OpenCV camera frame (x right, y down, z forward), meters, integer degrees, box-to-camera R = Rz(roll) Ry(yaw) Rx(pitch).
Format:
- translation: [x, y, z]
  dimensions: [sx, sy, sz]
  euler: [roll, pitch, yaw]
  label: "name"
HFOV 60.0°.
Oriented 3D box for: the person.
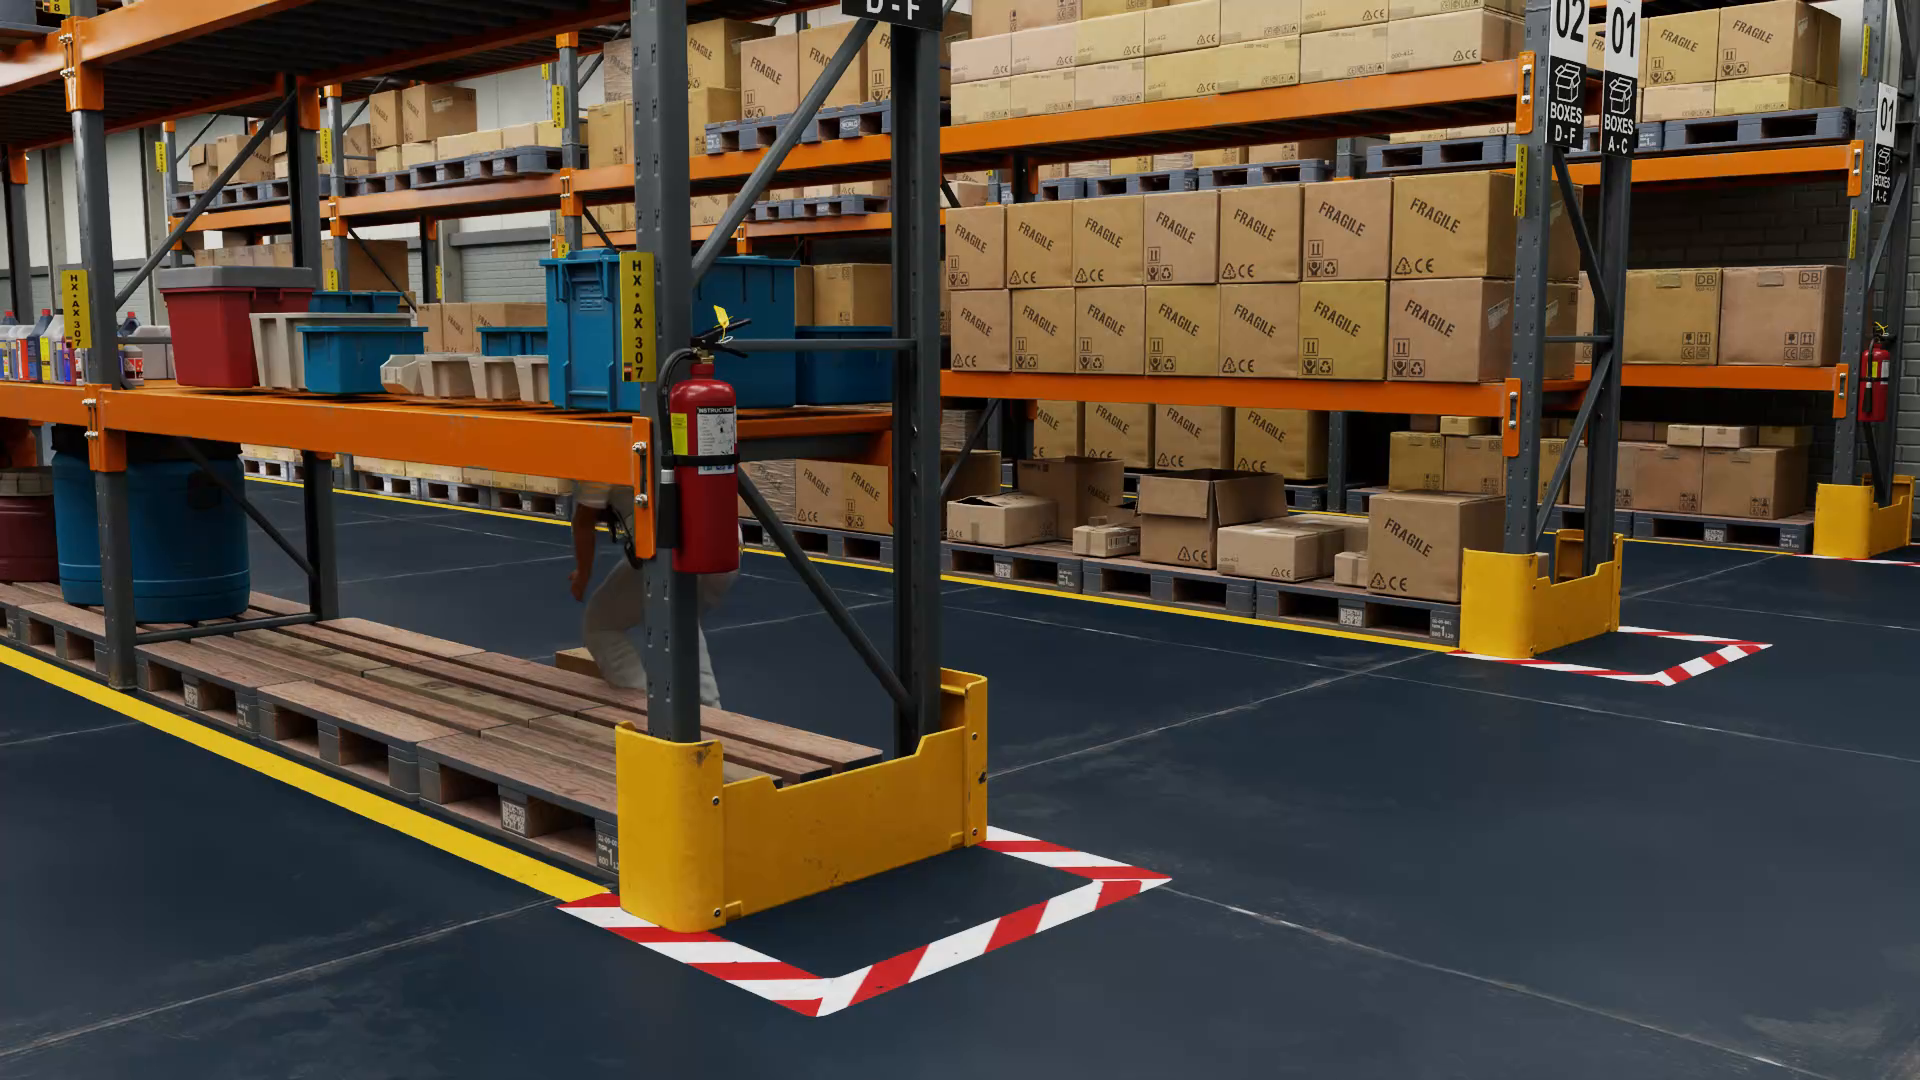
- translation: [-1.213, 0.080, 6.421]
  dimensions: [0.722, 1.351, 0.535]
  euler: [7, 10, 43]
  label: "person"
